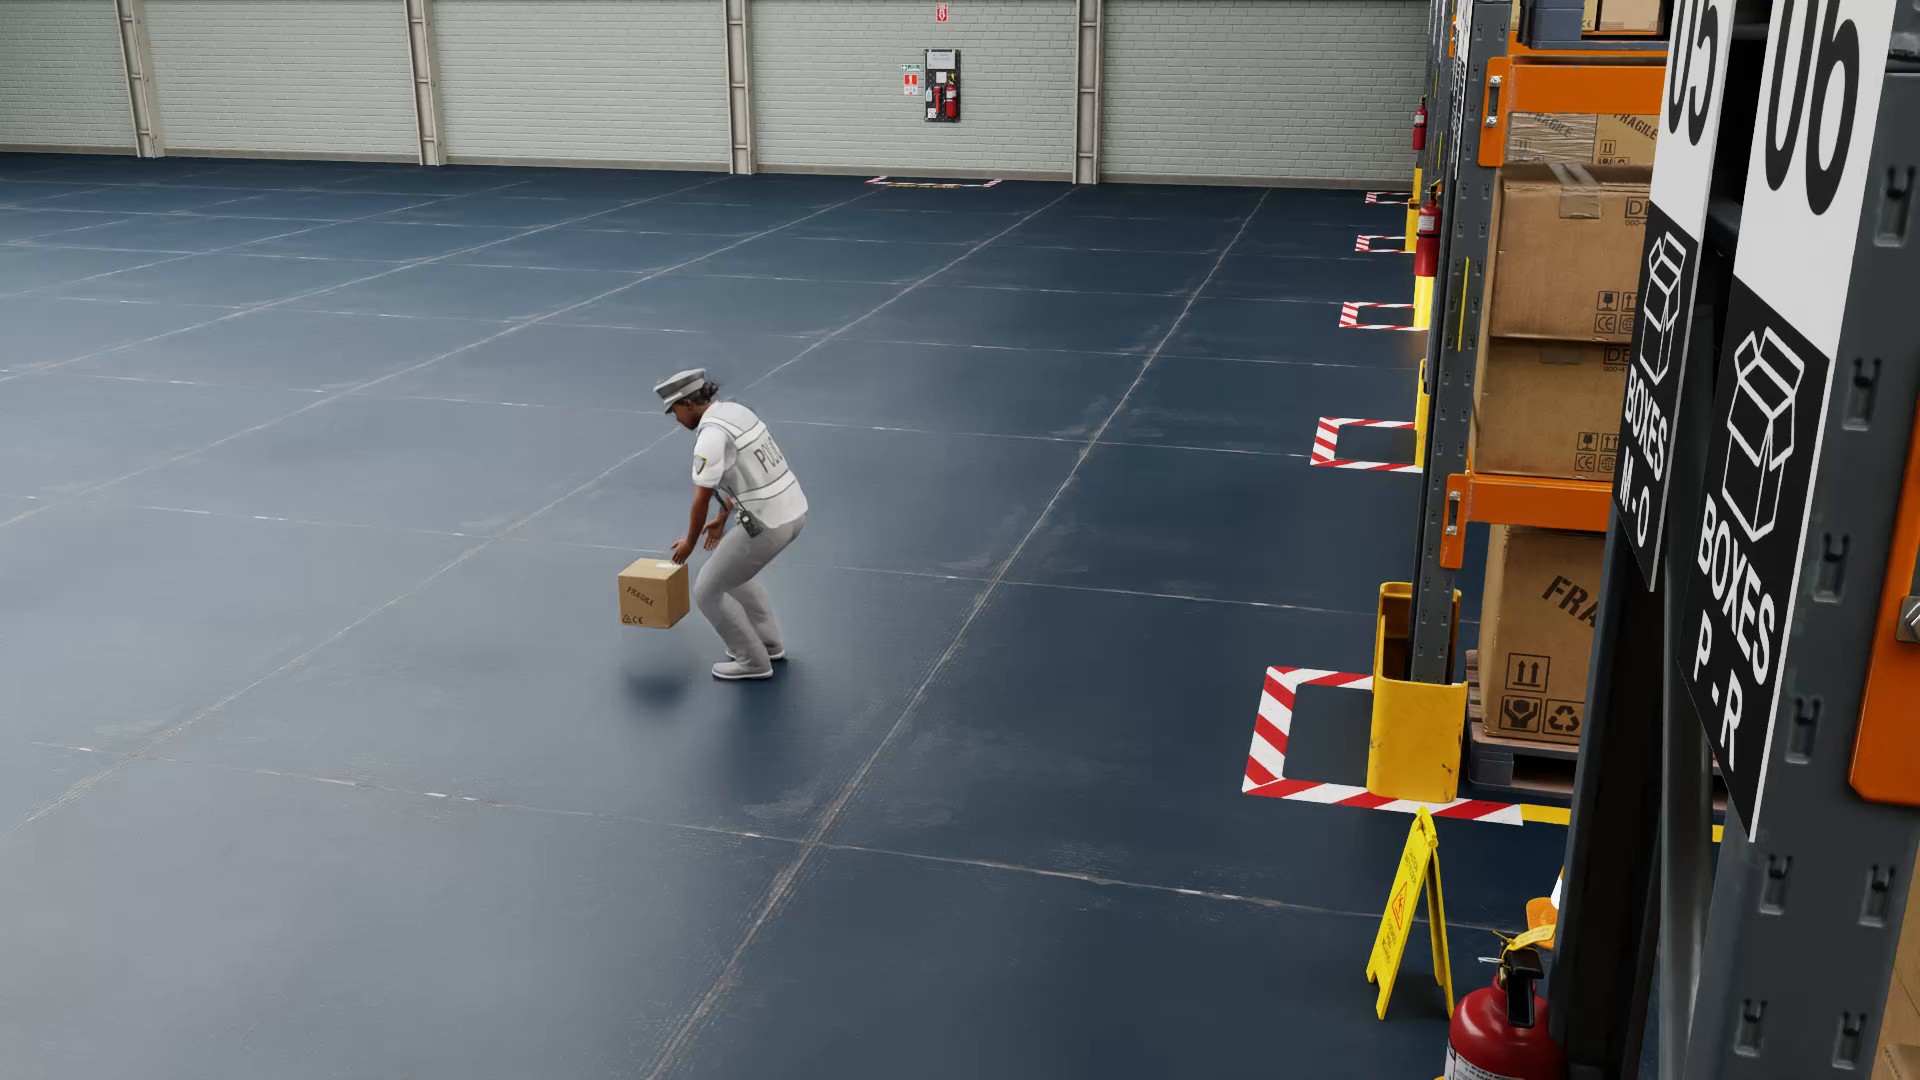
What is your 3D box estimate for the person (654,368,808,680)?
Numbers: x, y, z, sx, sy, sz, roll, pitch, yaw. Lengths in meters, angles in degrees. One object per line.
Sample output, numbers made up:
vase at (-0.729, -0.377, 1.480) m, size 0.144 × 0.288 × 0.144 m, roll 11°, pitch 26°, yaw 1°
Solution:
person at (-1.048, -0.070, 7.642) m, size 0.670 × 1.440 × 0.494 m, roll 5°, pitch 19°, yaw 14°
